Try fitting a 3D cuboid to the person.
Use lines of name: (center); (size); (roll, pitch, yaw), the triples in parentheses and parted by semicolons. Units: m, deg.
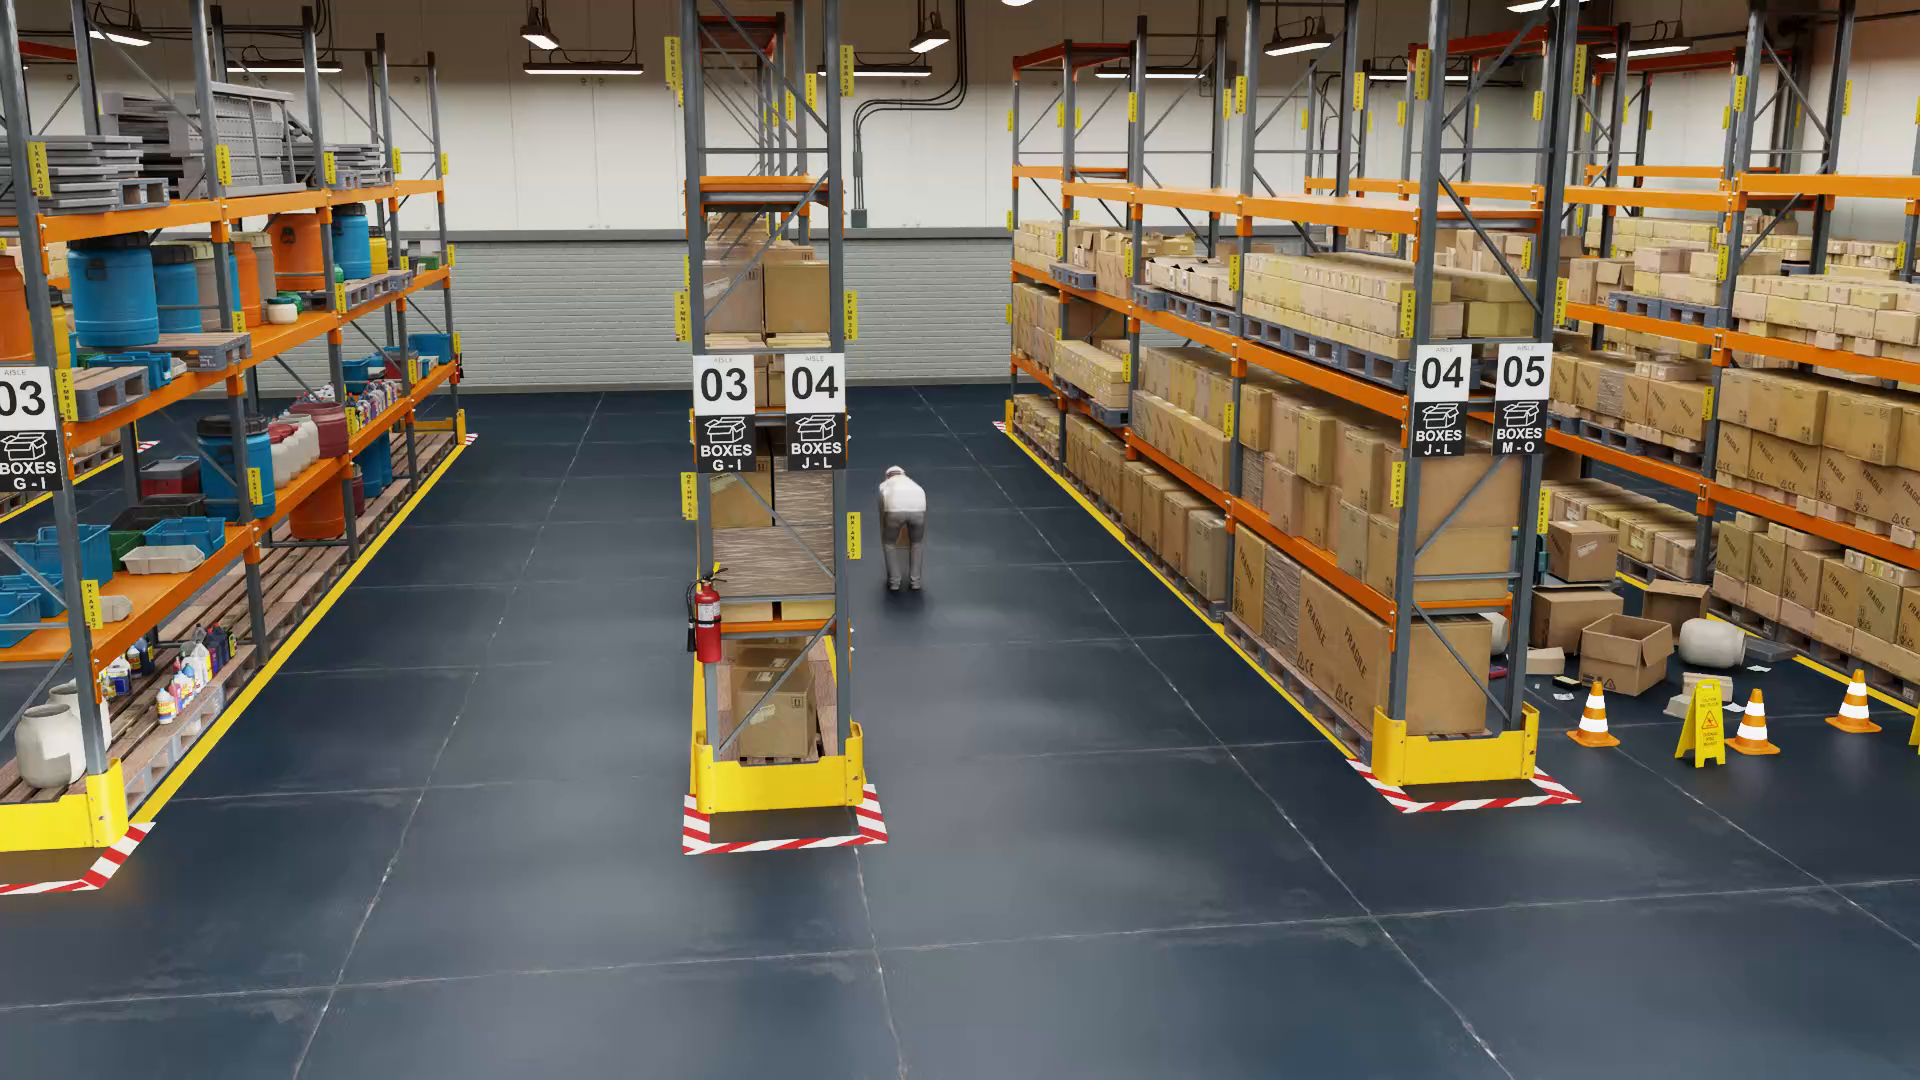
person: (-4.027, -2.184, 16.414); (7.355, 5.810, 11.427); (-2, 13, -10)
